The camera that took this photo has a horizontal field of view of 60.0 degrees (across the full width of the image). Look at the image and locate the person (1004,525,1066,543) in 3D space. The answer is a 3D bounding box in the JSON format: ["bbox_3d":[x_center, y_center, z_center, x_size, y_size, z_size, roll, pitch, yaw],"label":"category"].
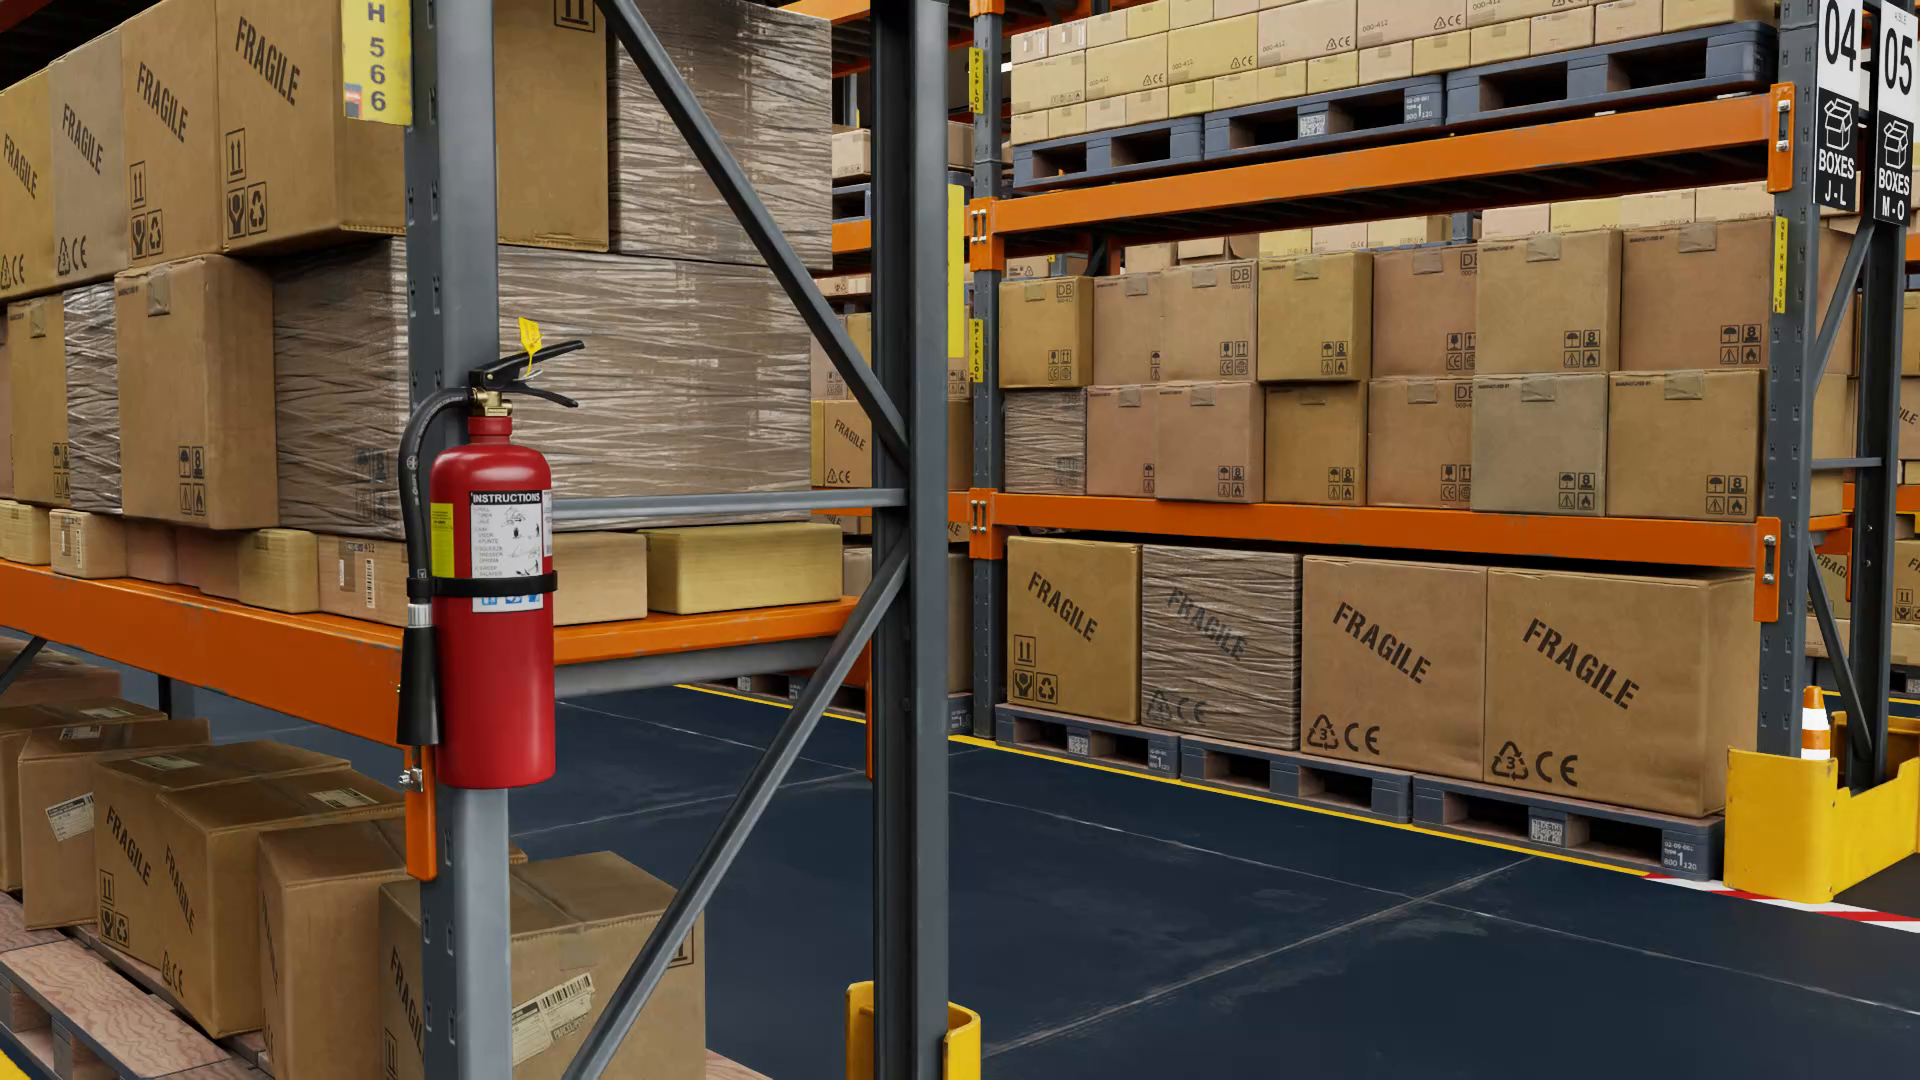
[{"bbox_3d":[0.489,-0.079,12.480,0.993,1.745,0.702,-3,5,-40],"label":"person"}]
